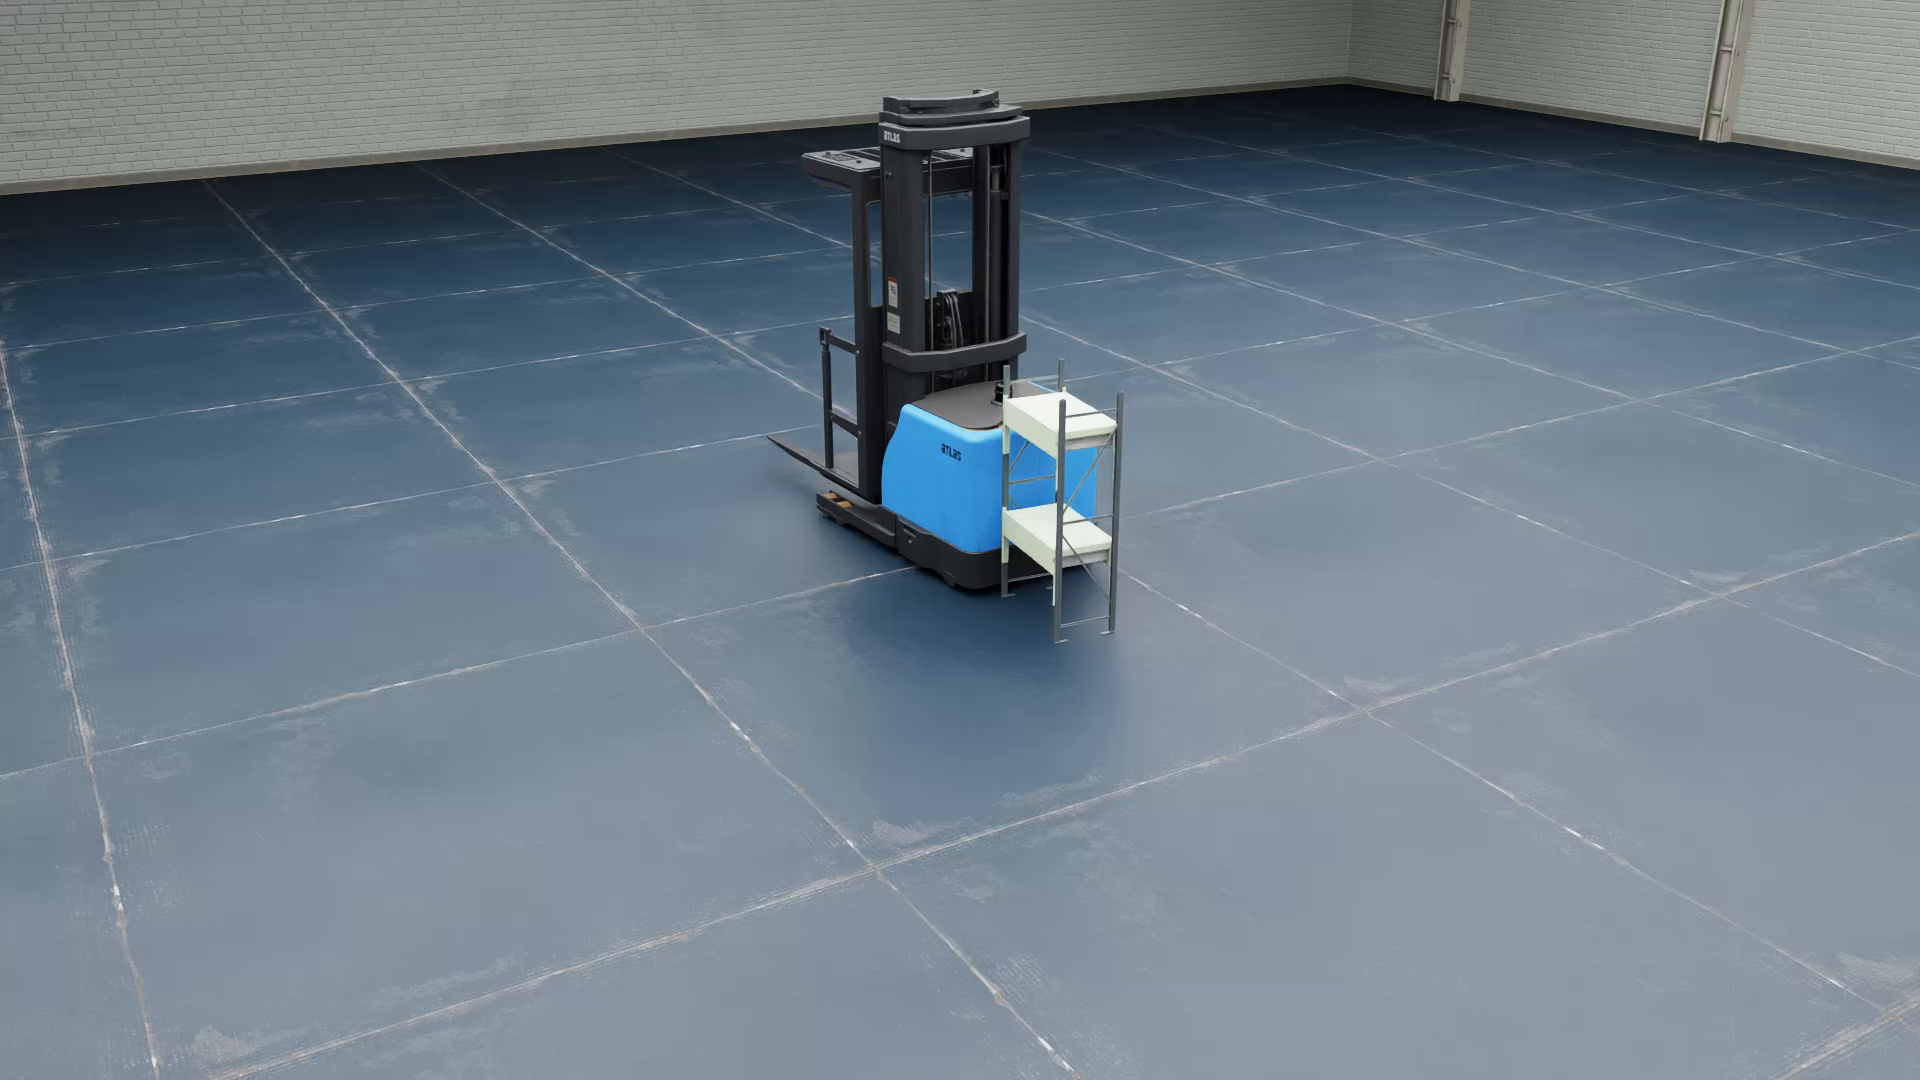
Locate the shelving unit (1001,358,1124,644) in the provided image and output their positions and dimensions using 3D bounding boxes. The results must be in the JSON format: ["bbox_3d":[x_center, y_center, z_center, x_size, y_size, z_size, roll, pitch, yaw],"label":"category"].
[{"bbox_3d":[0.592,-0.240,9.910,0.431,1.500,0.755,-9,24,-22],"label":"shelving unit"}]

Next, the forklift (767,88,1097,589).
[{"bbox_3d":[-0.351,-1.552,11.238,1.130,2.935,3.031,-14,26,-31],"label":"forklift"}]

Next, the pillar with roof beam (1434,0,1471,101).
[{"bbox_3d":[5.791,-11.927,28.705,9.100,9.000,0.400,-13,25,-28],"label":"pillar with roof beam"}]

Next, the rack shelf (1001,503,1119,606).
[{"bbox_3d":[0.592,0.062,10.033,0.431,0.370,0.720,-9,24,-22],"label":"rack shelf"}]

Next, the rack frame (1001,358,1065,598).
[{"bbox_3d":[0.445,-0.366,10.221,0.400,1.500,0.023,-9,24,-22],"label":"rack frame"}]

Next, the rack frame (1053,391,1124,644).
[{"bbox_3d":[0.739,-0.114,9.600,0.400,1.500,0.023,-9,24,-22],"label":"rack frame"}]

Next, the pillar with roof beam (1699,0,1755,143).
[{"bbox_3d":[8.856,-9.985,23.927,9.100,9.000,0.400,-13,25,-28],"label":"pillar with roof beam"}]

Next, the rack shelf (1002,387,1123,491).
[{"bbox_3d":[0.592,-0.602,9.763,0.431,0.370,0.720,-9,24,-22],"label":"rack shelf"}]
